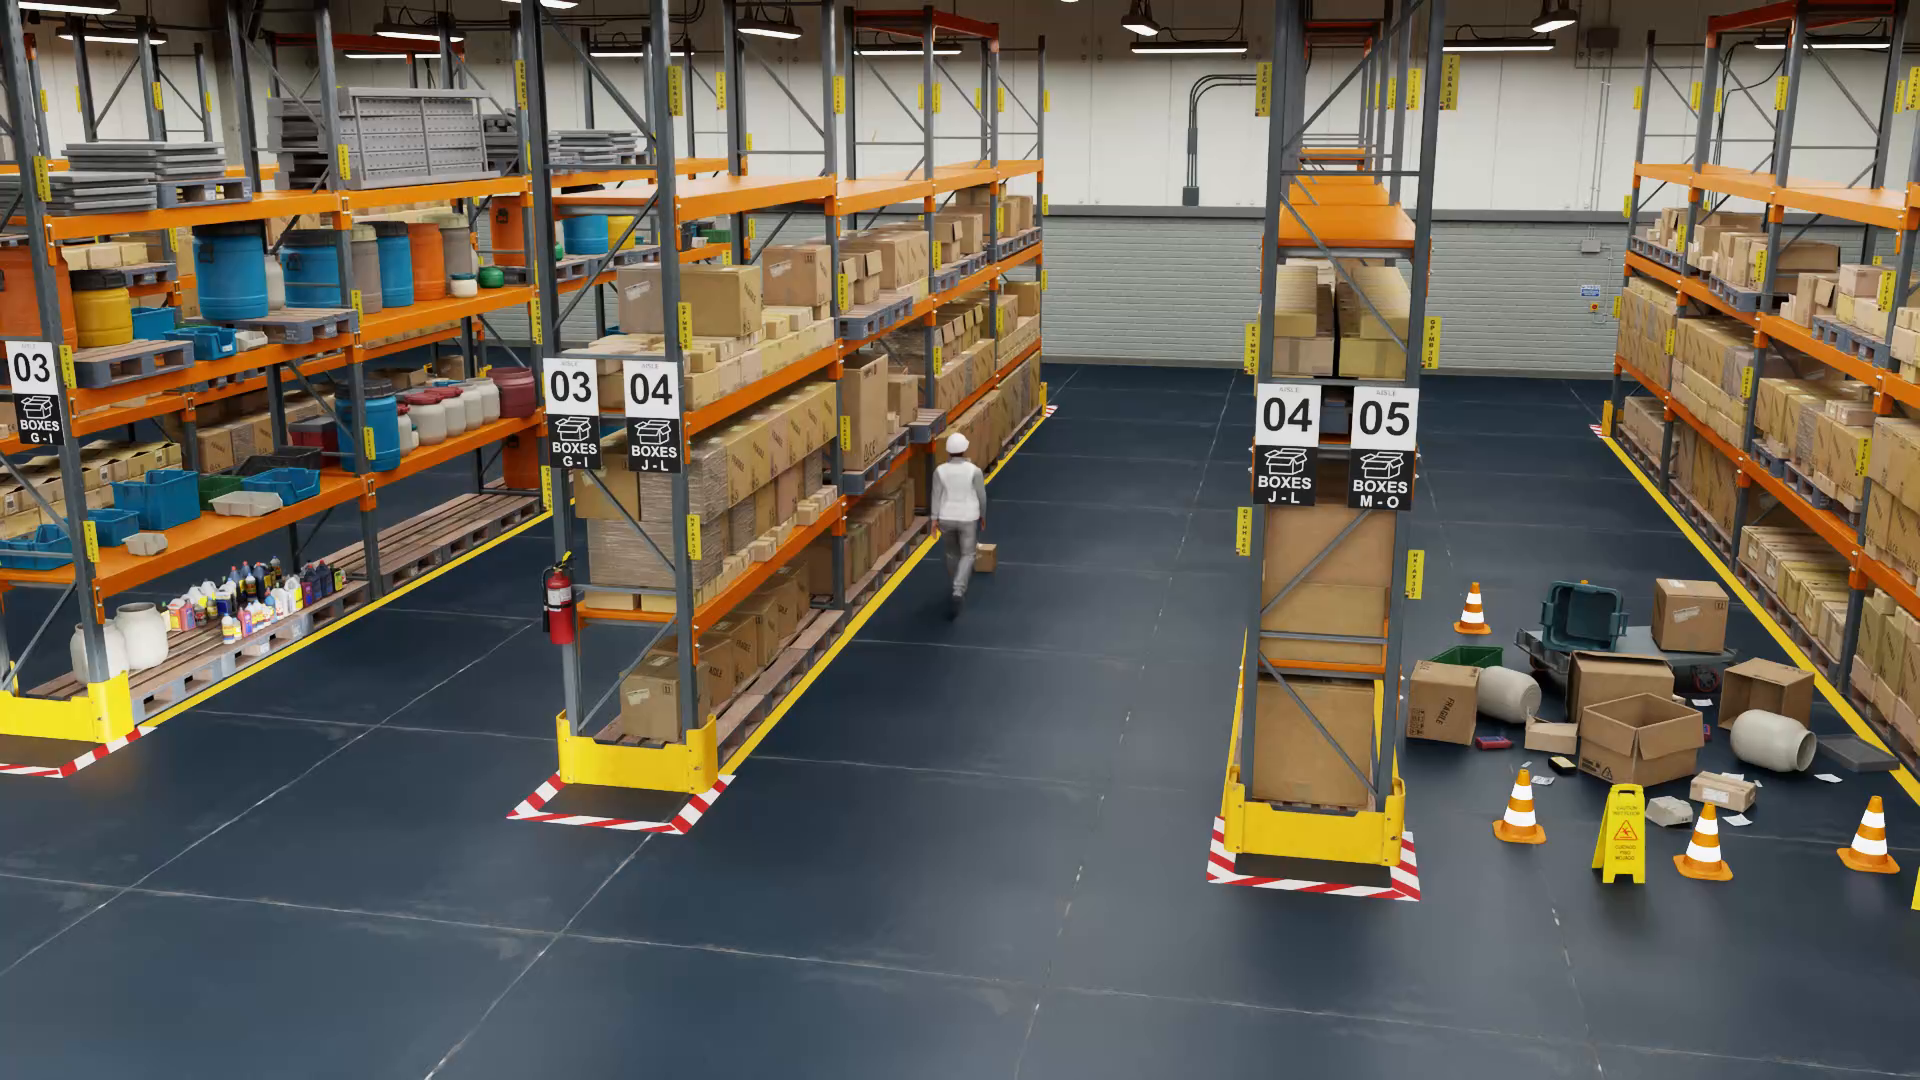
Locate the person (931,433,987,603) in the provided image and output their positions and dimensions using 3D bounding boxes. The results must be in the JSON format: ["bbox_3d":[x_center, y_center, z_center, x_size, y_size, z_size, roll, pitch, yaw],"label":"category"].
[{"bbox_3d":[-0.013,-0.219,16.801,0.548,1.743,0.961,3,15,12],"label":"person"}]
